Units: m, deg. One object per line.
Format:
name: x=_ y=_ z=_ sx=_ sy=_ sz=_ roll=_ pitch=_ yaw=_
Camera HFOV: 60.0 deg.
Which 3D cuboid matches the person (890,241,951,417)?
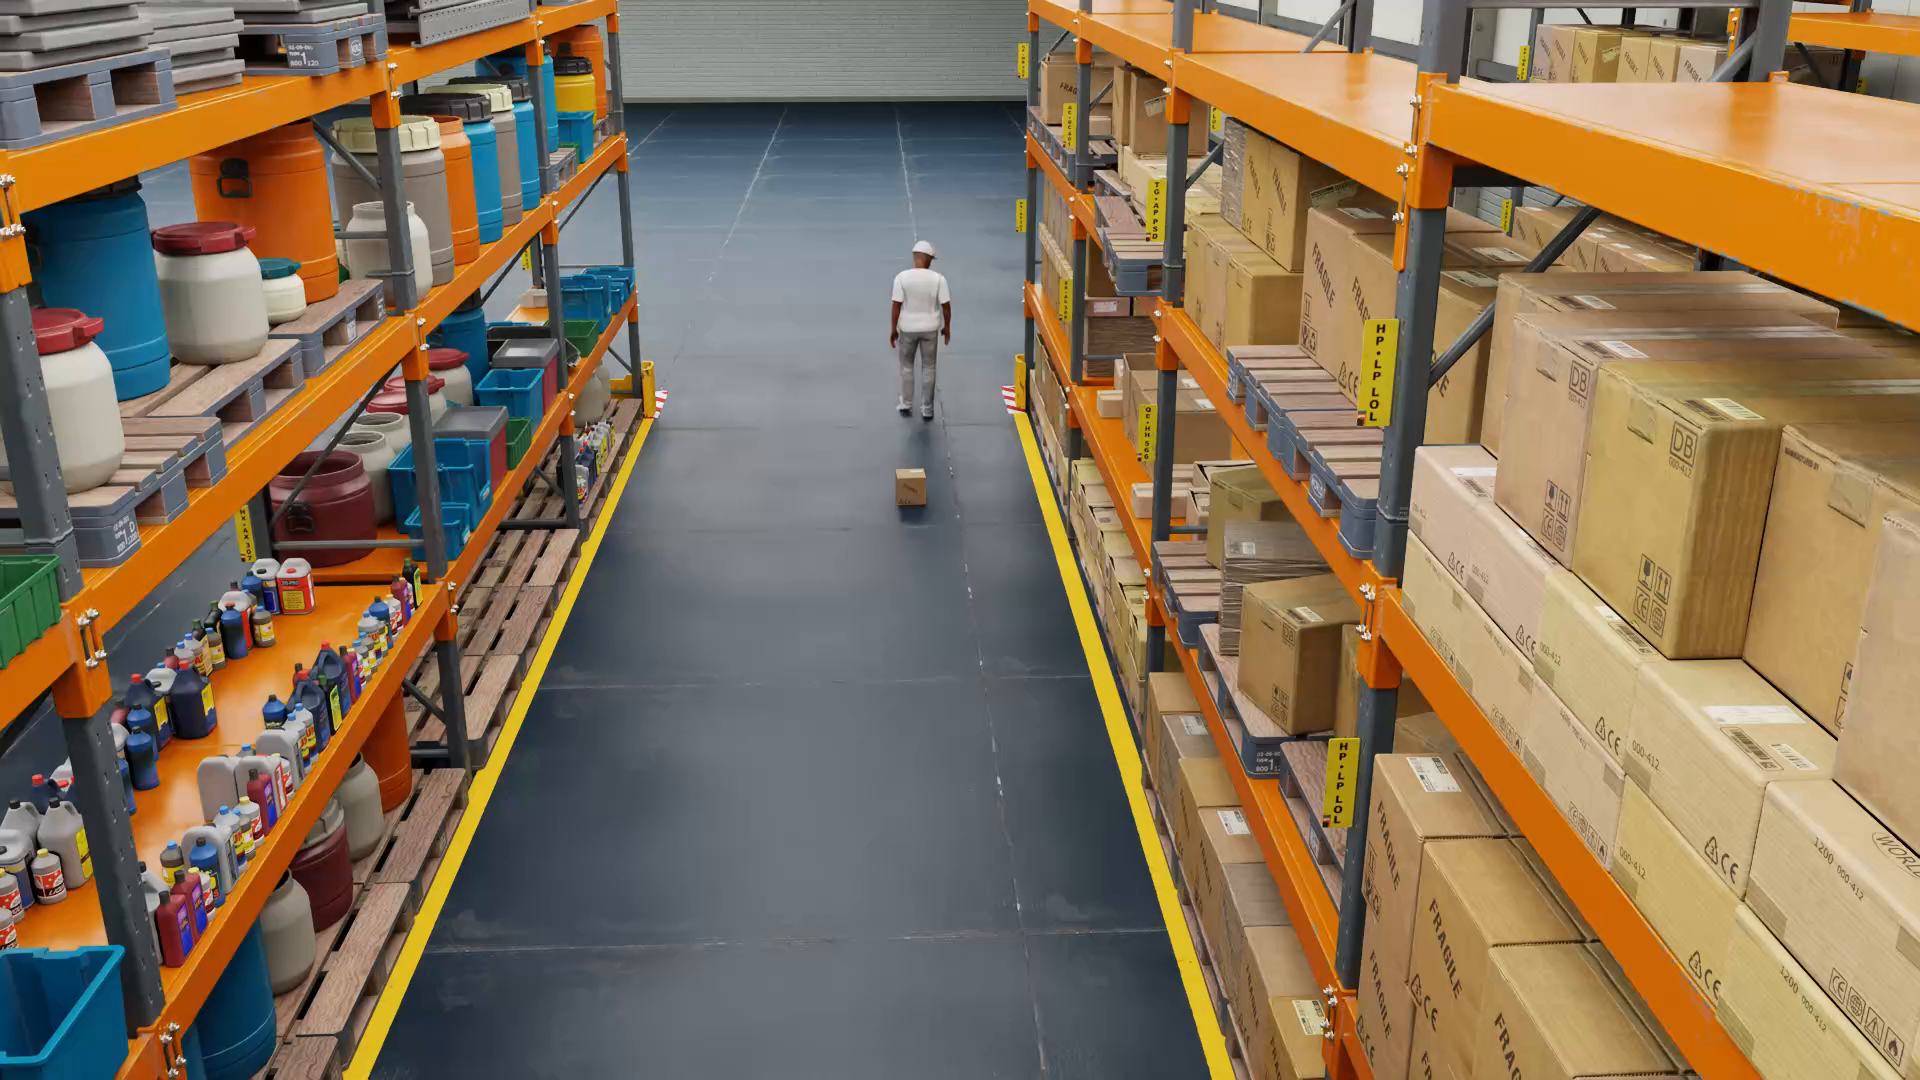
person: x=-0.403 y=-2.124 z=16.806 sx=0.616 sy=1.805 sz=0.553 roll=-1 pitch=20 yaw=-2
